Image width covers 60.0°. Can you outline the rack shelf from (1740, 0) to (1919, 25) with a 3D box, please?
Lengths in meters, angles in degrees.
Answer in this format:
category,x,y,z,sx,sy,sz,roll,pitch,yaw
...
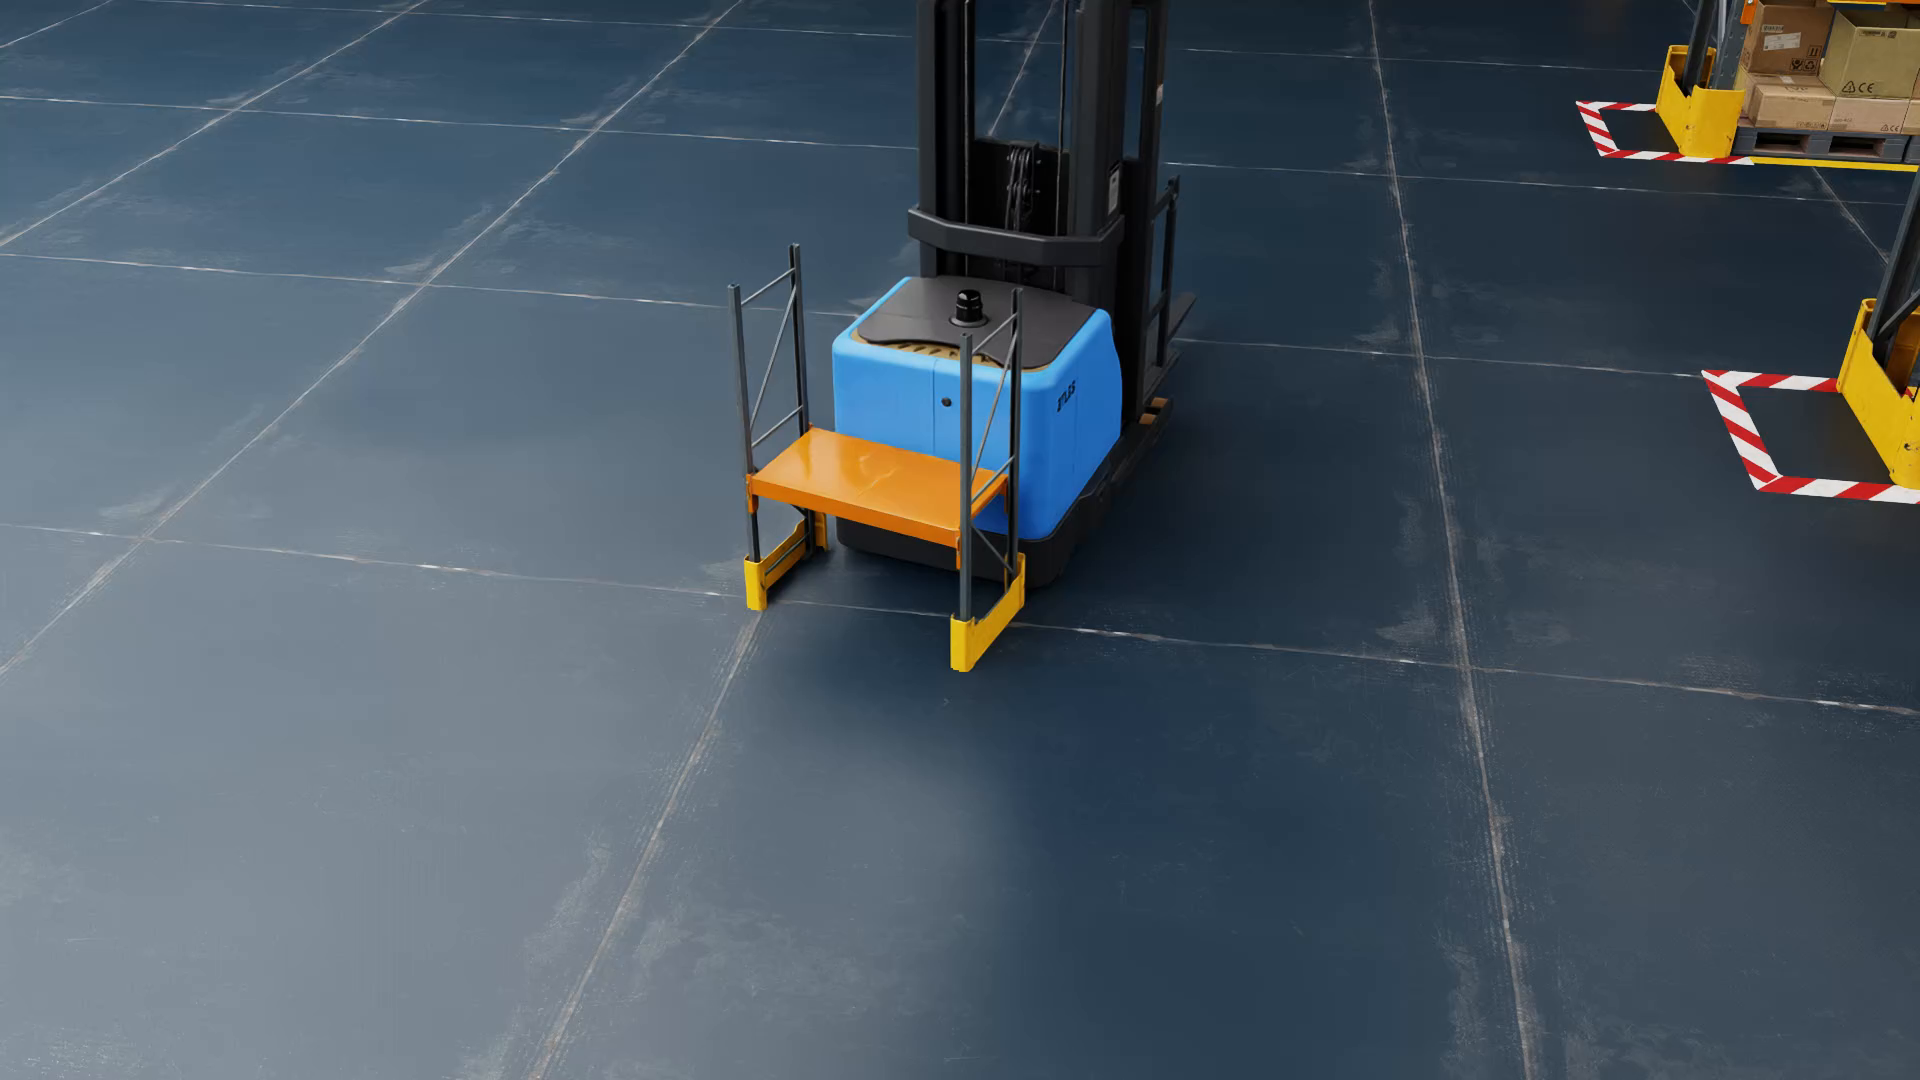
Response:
category,x,y,z,sx,sy,sz,roll,pitch,yaw
rack shelf,7.592,-3.906,11.842,4.000,0.370,1.077,5,32,8

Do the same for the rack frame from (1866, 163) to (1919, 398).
category,x,y,z,sx,sy,sz,roll,pitch,yaw
rack frame,4.784,-1.799,7.798,0.127,3.000,1.000,5,32,8

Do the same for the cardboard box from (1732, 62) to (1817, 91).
category,x,y,z,sx,sy,sz,roll,pitch,yaw
cardboard box,6.199,-3.509,12.725,0.500,0.250,0.500,5,32,8

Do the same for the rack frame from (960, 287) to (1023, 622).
category,x,y,z,sx,sy,sz,roll,pitch,yaw
rack frame,0.124,-0.231,6.706,0.032,1.500,0.500,15,35,22

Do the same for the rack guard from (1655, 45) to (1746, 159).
category,x,y,z,sx,sy,sz,roll,pitch,yaw
rack guard,5.597,-3.332,12.603,0.348,0.500,1.175,5,32,8

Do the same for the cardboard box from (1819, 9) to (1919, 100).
category,x,y,z,sx,sy,sz,roll,pitch,yaw
cardboard box,6.605,-3.512,12.023,0.500,0.500,0.500,5,32,8

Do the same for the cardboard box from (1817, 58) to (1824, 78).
category,x,y,z,sx,sy,sz,roll,pitch,yaw
cardboard box,6.694,-3.471,12.663,0.500,0.250,0.500,5,32,8

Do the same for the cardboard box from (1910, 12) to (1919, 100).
category,x,y,z,sx,sy,sz,roll,pitch,yaw
cardboard box,7.100,-3.474,11.963,0.500,0.500,0.500,5,32,8

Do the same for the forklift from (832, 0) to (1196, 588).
category,x,y,z,sx,sy,sz,roll,pitch,yaw
forklift,0.469,-1.803,7.868,1.130,2.935,3.031,12,34,19

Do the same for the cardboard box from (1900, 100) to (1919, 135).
category,x,y,z,sx,sy,sz,roll,pitch,yaw
cardboard box,7.098,-3.150,12.152,0.500,0.250,0.500,5,32,8

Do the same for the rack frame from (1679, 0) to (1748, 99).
category,x,y,z,sx,sy,sz,roll,pitch,yaw
rack frame,5.621,-4.390,11.936,0.127,3.000,1.000,5,32,8

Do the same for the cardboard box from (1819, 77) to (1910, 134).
category,x,y,z,sx,sy,sz,roll,pitch,yaw
cardboard box,6.605,-3.195,12.224,0.500,0.250,0.500,5,32,8

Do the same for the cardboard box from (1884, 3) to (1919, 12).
category,x,y,z,sx,sy,sz,roll,pitch,yaw
cardboard box,7.188,-3.746,12.397,0.500,0.500,0.500,5,32,8

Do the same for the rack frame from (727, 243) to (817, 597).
category,x,y,z,sx,sy,sz,roll,pitch,yaw
rack frame,-0.787,-0.471,7.090,0.032,1.500,0.500,15,35,22

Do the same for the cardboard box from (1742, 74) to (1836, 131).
category,x,y,z,sx,sy,sz,roll,pitch,yaw
cardboard box,6.112,-3.238,12.292,0.500,0.250,0.500,5,32,8

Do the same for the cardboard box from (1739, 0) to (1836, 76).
category,x,y,z,sx,sy,sz,roll,pitch,yaw
cardboard box,6.199,-3.828,12.527,0.500,0.500,0.500,5,32,8

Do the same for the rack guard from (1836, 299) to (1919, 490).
category,x,y,z,sx,sy,sz,roll,pitch,yaw
rack guard,4.866,-0.758,8.489,0.348,0.500,1.175,5,32,8

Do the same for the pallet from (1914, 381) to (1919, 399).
category,x,y,z,sx,sy,sz,roll,pitch,yaw
pallet,5.666,-0.560,8.446,1.213,0.211,1.003,5,32,8

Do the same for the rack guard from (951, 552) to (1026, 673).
category,x,y,z,sx,sy,sz,roll,pitch,yaw
rack guard,0.123,0.298,7.038,0.087,0.250,0.587,15,35,22

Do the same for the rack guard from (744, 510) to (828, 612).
category,x,y,z,sx,sy,sz,roll,pitch,yaw
rack guard,-0.769,0.063,7.414,0.087,0.250,0.587,15,35,22

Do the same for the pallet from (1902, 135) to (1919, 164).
category,x,y,z,sx,sy,sz,roll,pitch,yaw
pallet,7.581,-3.051,12.426,1.213,0.211,1.003,5,32,8

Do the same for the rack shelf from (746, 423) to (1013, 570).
category,x,y,z,sx,sy,sz,roll,pitch,yaw
rack shelf,-0.331,-0.199,6.993,1.000,0.185,0.538,15,35,22

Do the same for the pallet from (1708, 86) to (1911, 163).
category,x,y,z,sx,sy,sz,roll,pitch,yaw
pallet,6.382,-3.161,12.602,1.213,0.211,1.003,5,32,8

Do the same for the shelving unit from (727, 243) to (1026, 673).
category,x,y,z,sx,sy,sz,roll,pitch,yaw
shelving unit,-0.323,-0.349,6.894,1.083,1.500,0.587,15,35,22
